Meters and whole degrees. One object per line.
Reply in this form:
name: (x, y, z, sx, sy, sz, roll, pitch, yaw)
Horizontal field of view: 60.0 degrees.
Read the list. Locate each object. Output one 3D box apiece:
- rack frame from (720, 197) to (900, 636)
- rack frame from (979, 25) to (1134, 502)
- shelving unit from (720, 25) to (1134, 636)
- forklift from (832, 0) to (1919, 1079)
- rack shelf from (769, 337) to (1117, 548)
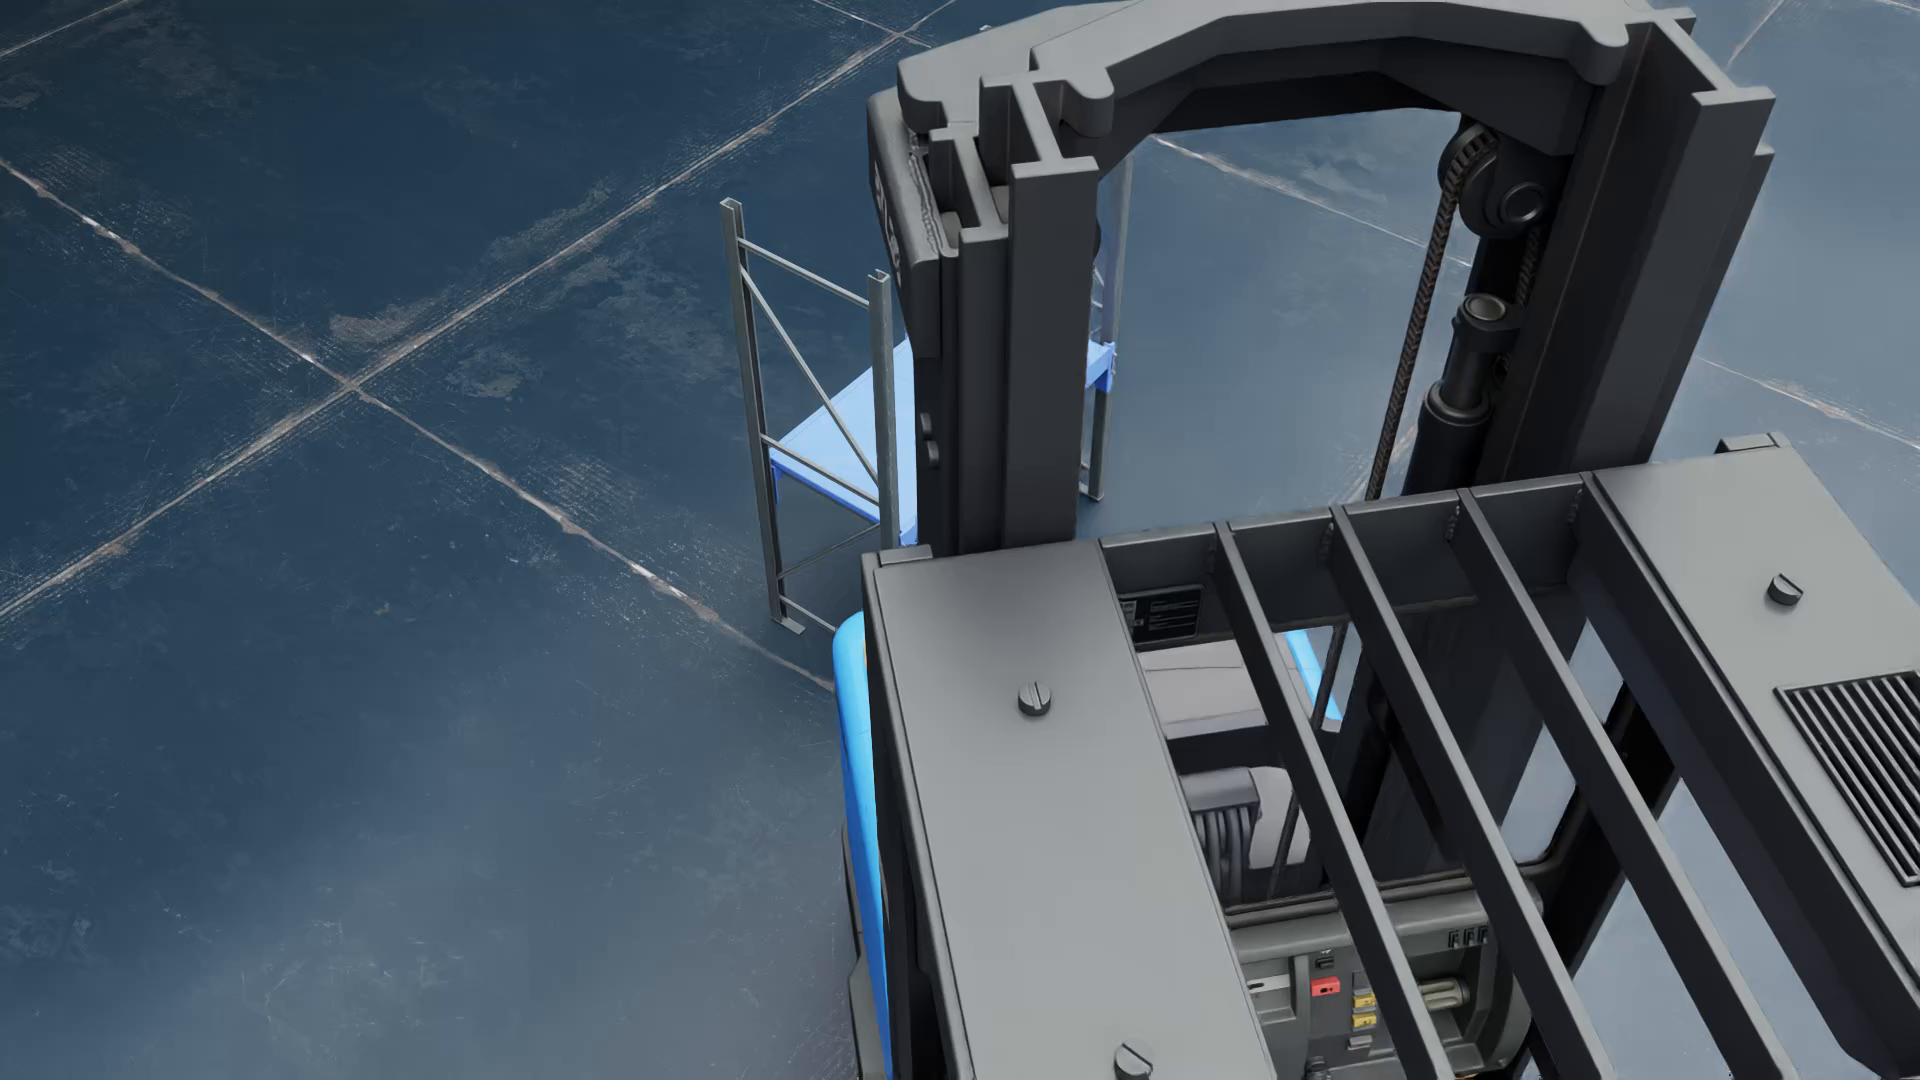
rack frame: (-0.363, -0.178, 4.383, 0.500, 1.500, 0.032, 29, 53, 25)
rack frame: (0.259, -0.760, 4.939, 0.500, 1.500, 0.032, 29, 53, 25)
shelving unit: (-0.052, -0.469, 4.661, 0.538, 1.500, 1.048, 29, 53, 25)
forklift: (0.479, 0.870, 2.392, 1.130, 2.935, 3.031, -8, 47, -7)
rack shelf: (-0.052, -0.345, 4.791, 0.538, 0.185, 1.000, 29, 53, 25)
